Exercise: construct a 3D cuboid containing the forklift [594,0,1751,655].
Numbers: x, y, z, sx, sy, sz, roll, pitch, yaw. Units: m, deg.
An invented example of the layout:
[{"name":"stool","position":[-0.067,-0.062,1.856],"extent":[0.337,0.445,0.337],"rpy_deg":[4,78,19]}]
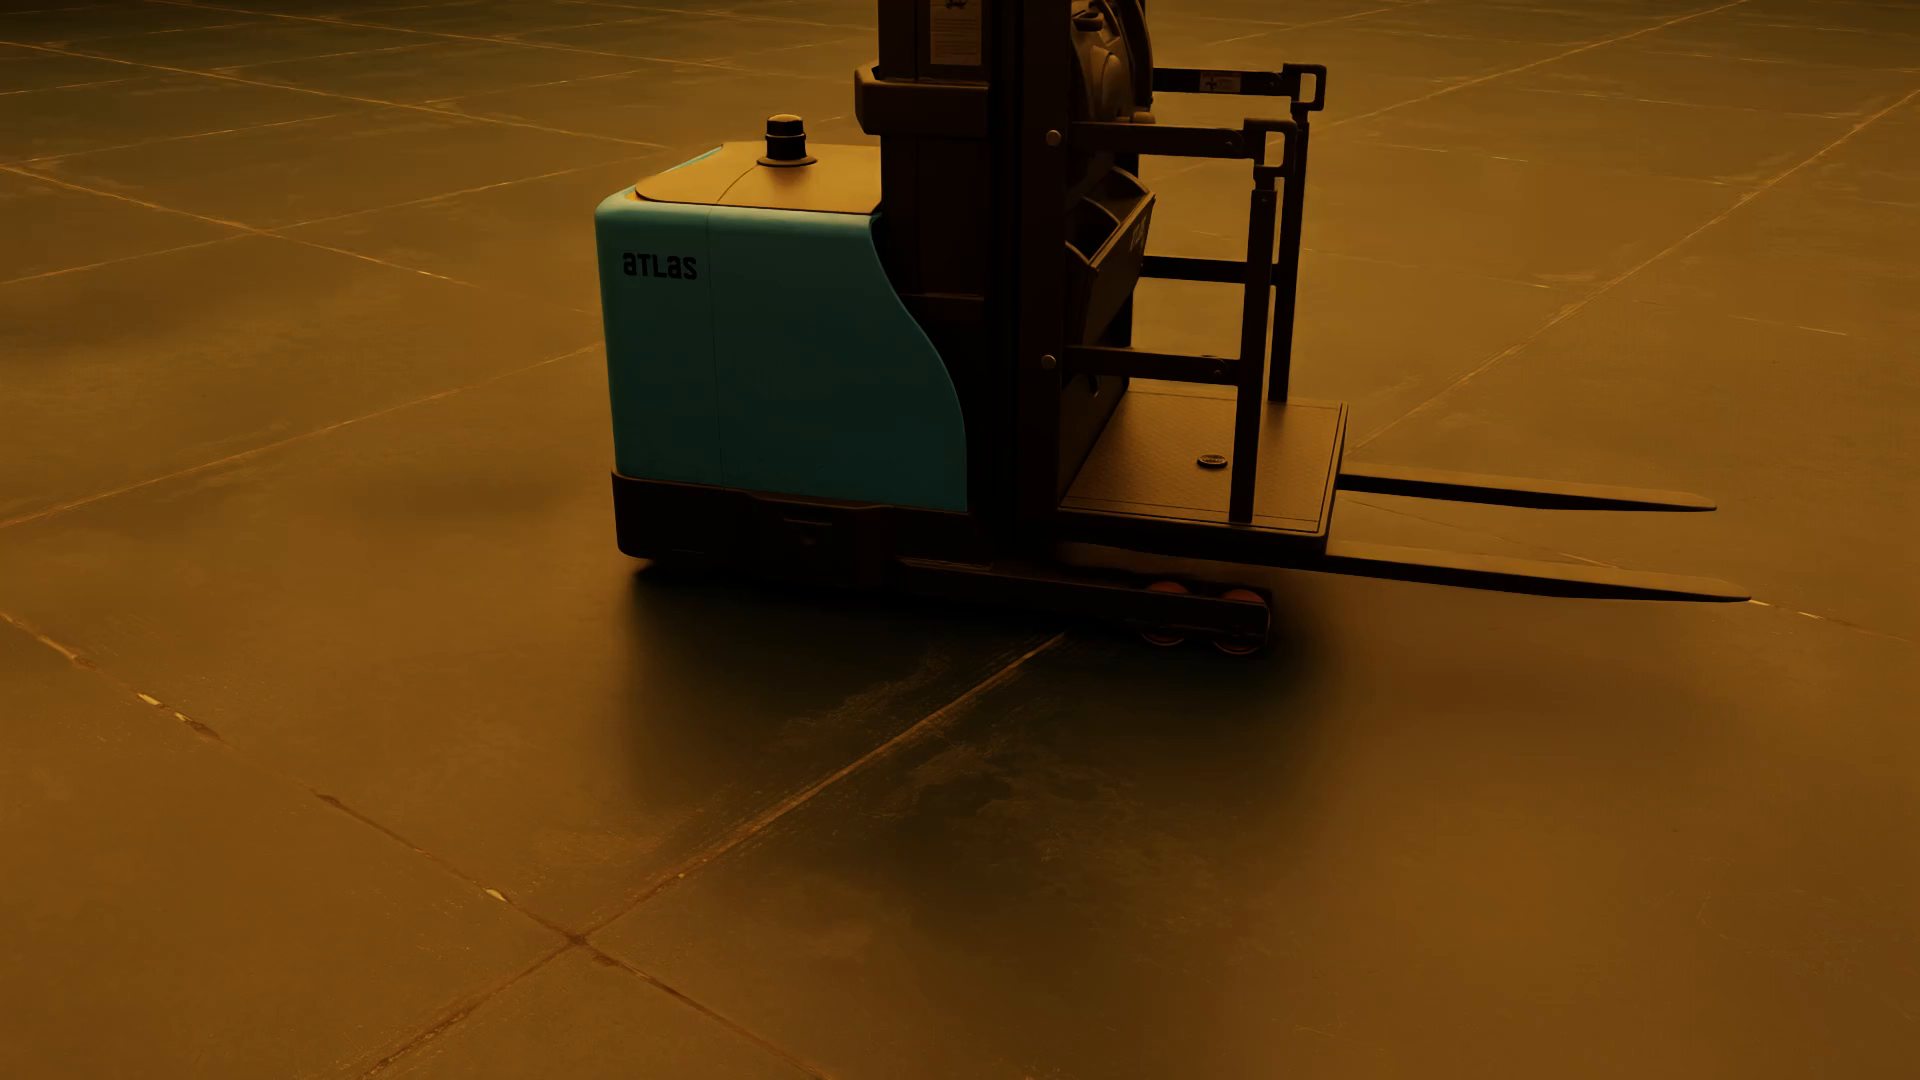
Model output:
[{"name":"forklift","position":[0.587,-1.281,4.284],"extent":[3.031,2.935,1.130],"rpy_deg":[6,24,14]}]
